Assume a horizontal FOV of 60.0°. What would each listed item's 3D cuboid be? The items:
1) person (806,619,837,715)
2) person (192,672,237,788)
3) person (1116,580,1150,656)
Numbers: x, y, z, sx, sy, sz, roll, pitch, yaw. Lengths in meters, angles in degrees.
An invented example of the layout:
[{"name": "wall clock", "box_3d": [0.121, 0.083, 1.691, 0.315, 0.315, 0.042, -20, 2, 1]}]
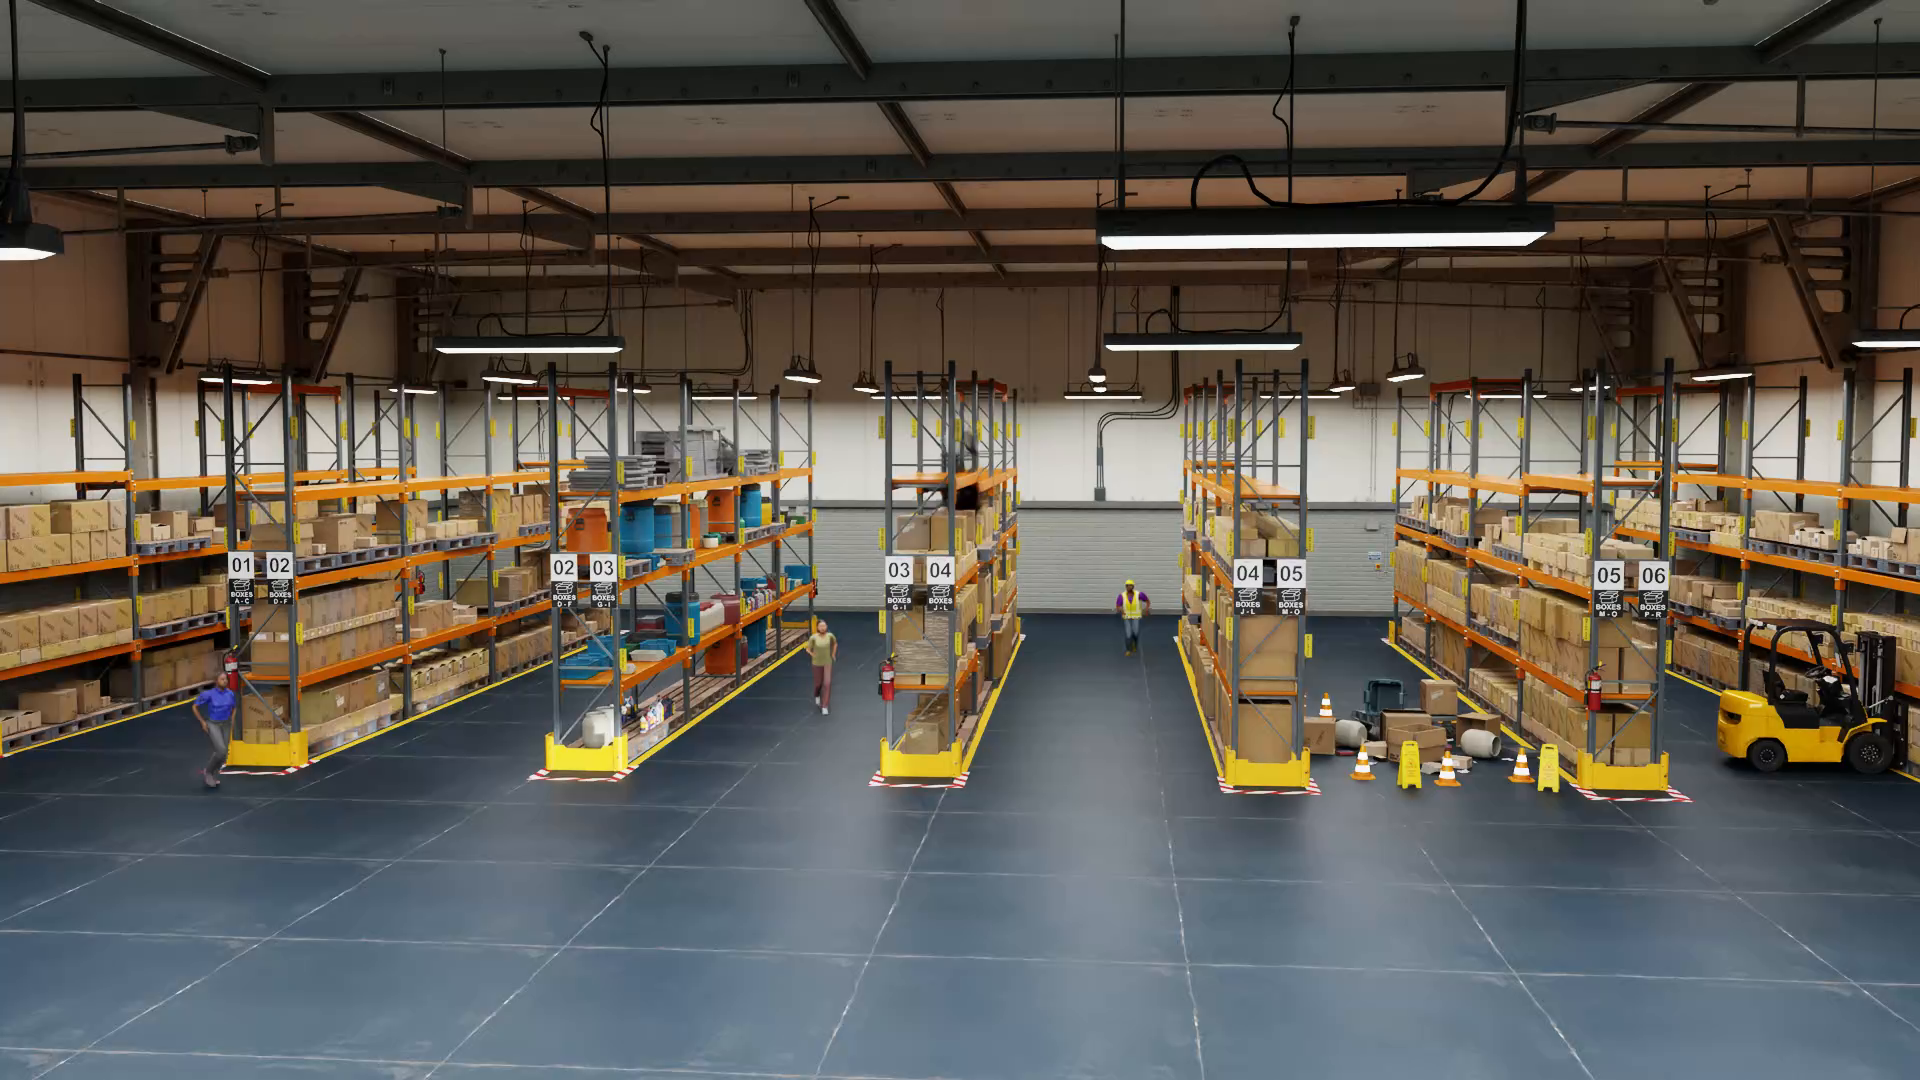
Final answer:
[{"name": "person", "box_3d": [-2.456, 2.224, 29.612, 0.562, 1.656, 0.926, -1, 4, -10]}, {"name": "person", "box_3d": [-10.396, 2.658, 23.342, 0.544, 1.625, 0.564, 2, 4, 28]}, {"name": "person", "box_3d": [3.790, 1.728, 36.584, 0.728, 1.717, 0.745, 1, 4, 10]}]
